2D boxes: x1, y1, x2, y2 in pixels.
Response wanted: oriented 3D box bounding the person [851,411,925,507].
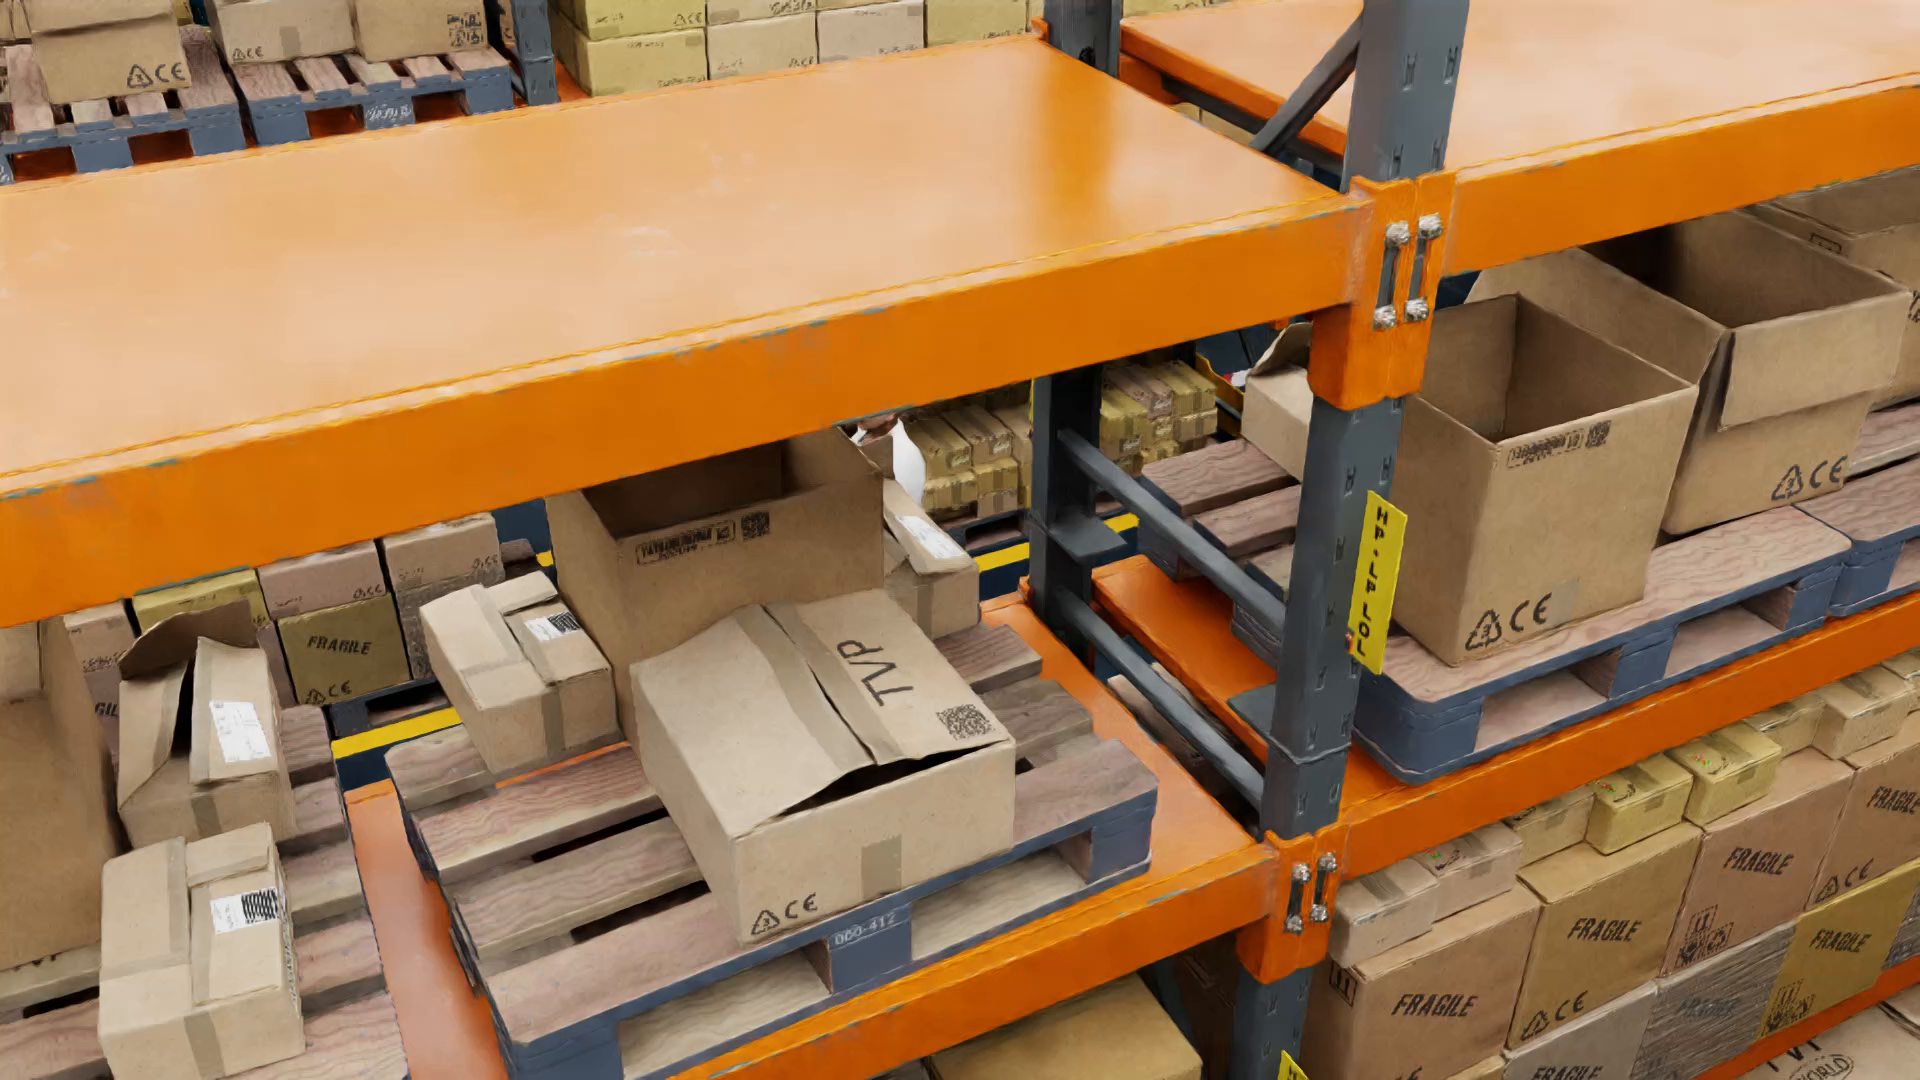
[{"bbox_3d":[-0.445,0.082,7.490,0.829,1.766,0.586,-16,36,-23],"label":"person"}]
